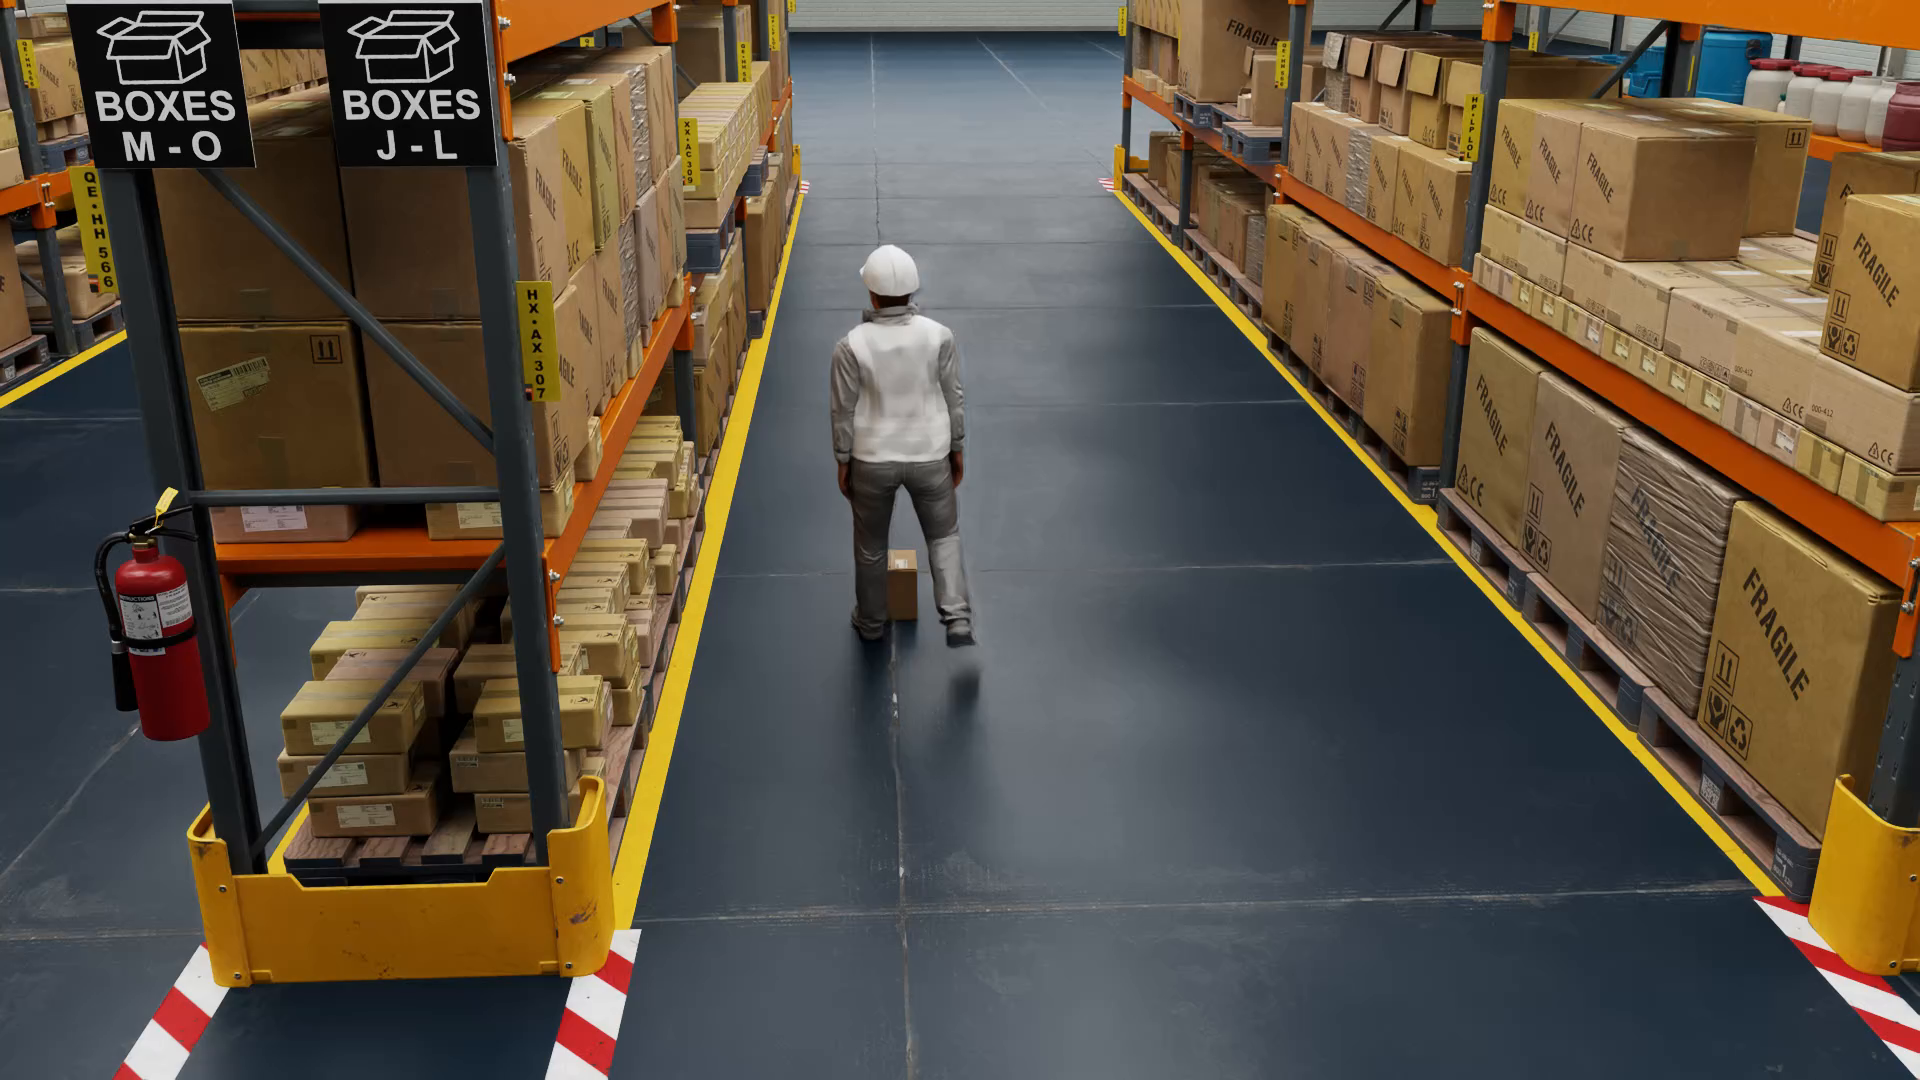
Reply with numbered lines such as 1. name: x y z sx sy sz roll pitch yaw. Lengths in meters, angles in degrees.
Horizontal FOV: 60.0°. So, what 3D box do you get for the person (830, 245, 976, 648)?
1. person: -0.252 -0.356 6.965 0.578 1.764 0.784 -3 20 -8
